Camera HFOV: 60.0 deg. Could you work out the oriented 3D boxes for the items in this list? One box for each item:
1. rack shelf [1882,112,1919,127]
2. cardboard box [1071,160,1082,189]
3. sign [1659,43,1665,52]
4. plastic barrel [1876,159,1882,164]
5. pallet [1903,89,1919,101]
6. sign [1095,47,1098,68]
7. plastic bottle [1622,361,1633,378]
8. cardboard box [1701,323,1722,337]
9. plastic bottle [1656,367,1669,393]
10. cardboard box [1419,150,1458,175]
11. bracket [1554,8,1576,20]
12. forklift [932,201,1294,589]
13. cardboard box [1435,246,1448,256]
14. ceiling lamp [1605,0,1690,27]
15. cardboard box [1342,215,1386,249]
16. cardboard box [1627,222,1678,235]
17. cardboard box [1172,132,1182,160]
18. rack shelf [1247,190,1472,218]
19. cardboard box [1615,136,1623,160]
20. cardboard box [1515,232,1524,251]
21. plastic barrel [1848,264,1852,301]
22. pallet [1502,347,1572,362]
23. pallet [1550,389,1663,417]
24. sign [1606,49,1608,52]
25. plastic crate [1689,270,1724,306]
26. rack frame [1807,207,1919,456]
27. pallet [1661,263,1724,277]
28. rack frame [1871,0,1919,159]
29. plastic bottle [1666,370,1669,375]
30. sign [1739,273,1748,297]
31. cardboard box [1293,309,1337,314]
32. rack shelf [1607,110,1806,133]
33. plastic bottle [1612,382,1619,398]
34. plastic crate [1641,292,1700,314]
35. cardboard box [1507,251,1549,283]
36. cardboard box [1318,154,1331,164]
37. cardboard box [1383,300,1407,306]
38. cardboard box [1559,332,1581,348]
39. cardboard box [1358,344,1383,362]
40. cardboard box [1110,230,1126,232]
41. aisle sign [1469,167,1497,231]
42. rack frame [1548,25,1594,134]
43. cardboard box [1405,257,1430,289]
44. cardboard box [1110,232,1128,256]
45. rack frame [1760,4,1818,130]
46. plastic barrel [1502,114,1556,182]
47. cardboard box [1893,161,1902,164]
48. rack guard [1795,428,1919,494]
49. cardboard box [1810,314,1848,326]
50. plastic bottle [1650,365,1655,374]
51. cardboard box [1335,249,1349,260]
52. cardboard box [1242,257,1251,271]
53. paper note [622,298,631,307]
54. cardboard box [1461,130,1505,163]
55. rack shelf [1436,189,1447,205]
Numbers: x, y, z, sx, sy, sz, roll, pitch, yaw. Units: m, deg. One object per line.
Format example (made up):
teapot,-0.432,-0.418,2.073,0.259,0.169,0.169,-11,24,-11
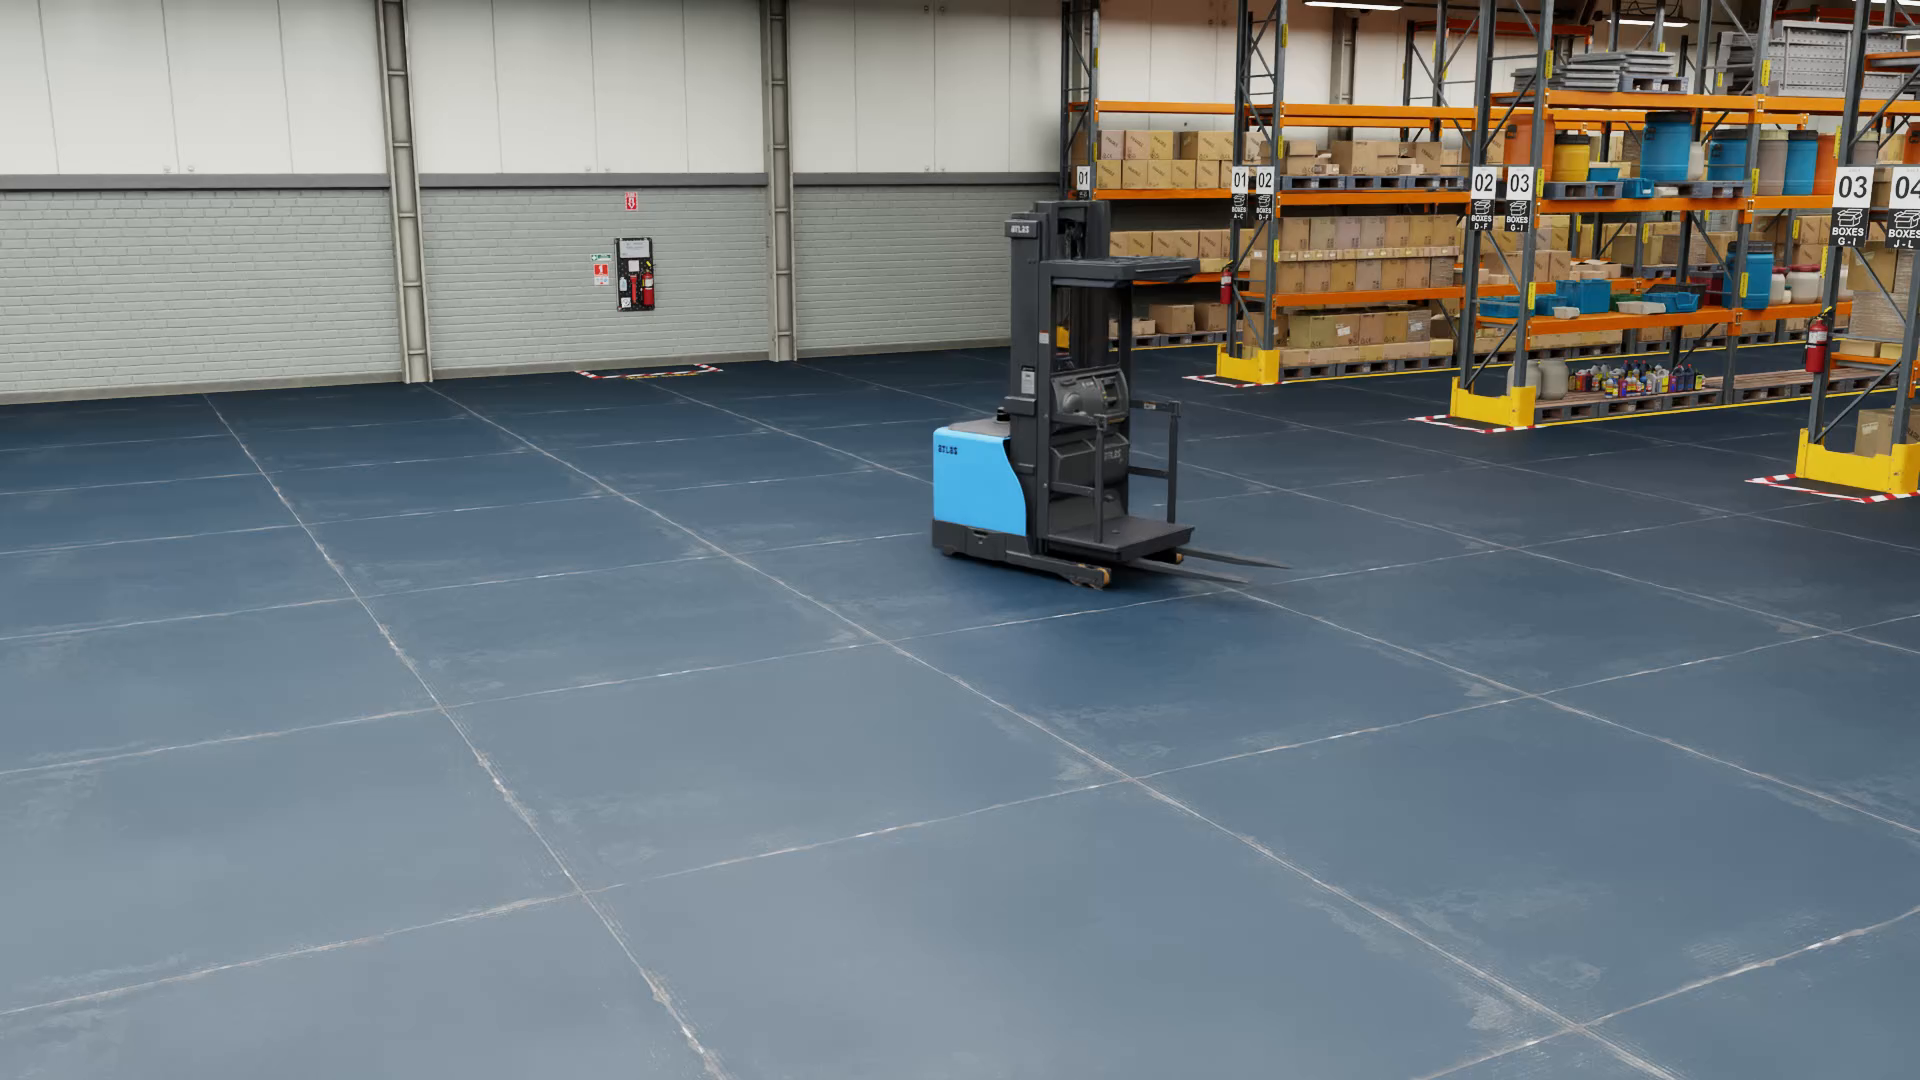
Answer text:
rack shelf,15.591,-6.426,25.215,4.000,0.370,1.077,-7,14,-28
cardboard box,2.311,-6.517,29.629,0.500,0.500,0.500,-6,14,-24
sign,11.734,-8.143,27.807,0.005,0.325,0.100,-7,14,-28
plastic barrel,13.416,-5.379,24.591,0.421,0.512,0.421,0,13,0
pallet,14.483,-6.544,24.533,1.003,0.211,1.213,-7,14,-28
sign,2.326,-8.219,28.325,0.005,0.325,0.100,-7,14,-28
plastic bottle,9.251,-2.311,23.078,0.185,0.351,0.144,-8,15,-30
cardboard box,13.357,-3.941,29.982,0.500,0.500,0.500,-7,15,-30
plastic bottle,9.445,-2.159,22.400,0.185,0.351,0.144,-7,14,-28
cardboard box,9.478,-7.532,33.182,0.500,0.500,0.700,-8,15,-32
bracket,12.605,-10.976,34.685,0.430,0.232,0.235,-7,14,-28
forklift,1.200,-1.177,13.162,3.031,2.935,1.130,11,17,40
cardboard box,7.600,-4.638,26.683,0.250,0.149,0.380,-7,15,-29
ceiling lamp,13.211,-11.311,31.077,2.000,3.185,0.800,-7,14,-28
cardboard box,6.246,-4.844,26.119,0.500,0.500,0.700,-7,14,-28
cardboard box,15.034,-6.597,36.410,0.700,0.700,0.980,-7,14,-28
cardboard box,3.682,-7.166,30.238,0.500,0.500,0.500,-7,14,-28
rack shelf,6.199,-5.271,26.004,4.000,0.370,1.077,-7,14,-28
cardboard box,13.808,-8.251,35.056,0.500,0.500,0.500,-7,15,-29
cardboard box,11.427,-6.164,34.217,0.500,0.500,0.500,-7,14,-28
plastic barrel,13.035,-3.740,24.140,0.421,0.512,0.421,0,13,0
pallet,9.654,-3.223,28.448,1.213,0.211,1.003,-7,14,-28
pallet,8.643,-1.861,22.400,1.213,0.211,1.003,-7,14,-28
sign,11.197,-8.314,28.749,0.005,0.325,0.100,-7,14,-28
plastic crate,10.603,-3.555,23.427,0.583,0.464,0.402,-7,14,-28
rack frame,9.187,-2.038,16.835,0.127,3.000,1.000,-7,14,-28
pallet,13.170,-4.901,29.993,1.213,0.211,1.003,-7,14,-28
rack frame,13.835,-6.761,24.157,0.127,3.000,1.000,-7,14,-28
plastic bottle,9.636,-2.182,22.674,0.135,0.276,0.152,-7,14,-28
sign,10.578,-3.442,22.439,0.005,0.325,0.100,-7,14,-28
cardboard box,5.642,-3.399,26.479,0.500,0.500,0.500,-7,14,-28
rack shelf,13.221,-7.381,29.458,4.000,0.370,1.077,-7,14,-28
plastic bottle,8.645,-1.984,21.964,0.097,0.201,0.097,0,13,0
plastic crate,9.483,-3.172,22.213,0.616,0.251,0.499,-7,14,-28
cardboard box,9.538,-4.603,28.004,0.500,0.500,0.500,-7,14,-28
cardboard box,5.816,-5.871,25.963,0.500,0.311,0.500,-5,14,-21
cardboard box,8.481,-4.653,33.144,0.500,0.500,0.700,-7,14,-27
cardboard box,10.227,-3.443,28.384,0.500,0.250,0.500,-6,14,-27
cardboard box,6.338,-2.982,26.335,0.500,0.250,0.500,-7,14,-28
cardboard box,2.825,-5.346,30.121,0.500,0.500,0.500,-7,14,-27
aisle sign,6.608,-4.311,21.012,0.004,0.787,0.394,-7,14,-28
rack frame,12.599,-9.091,34.511,0.127,3.000,1.000,-7,14,-28
cardboard box,7.108,-4.313,26.714,0.500,0.500,0.700,-7,14,-28
cardboard box,2.630,-5.197,29.458,0.500,0.500,0.500,-7,14,-28
rack frame,14.976,-8.137,30.270,0.127,3.000,1.000,-7,14,-28
plastic barrel,7.179,-4.946,20.990,0.708,0.830,0.600,-7,14,-28
cardboard box,17.720,-7.109,31.739,0.500,0.250,0.500,-7,14,-28
rack guard,9.253,-0.827,17.145,0.348,0.500,1.175,-7,14,-28
cardboard box,16.623,-4.406,32.038,0.637,0.503,0.797,-7,14,-28
plastic bottle,9.615,-2.294,23.157,0.133,0.283,0.061,-7,14,-28
cardboard box,5.796,-4.422,25.720,0.250,0.149,0.380,-7,15,-30
cardboard box,5.307,-5.151,30.963,0.500,0.250,0.500,-7,14,-28
paper note,-5.376,-3.824,26.774,0.142,0.148,0.016,-7,14,-28
cardboard box,8.515,-6.387,27.003,0.500,0.500,0.500,-7,14,-27
rack shelf,10.844,-7.067,33.984,4.000,0.370,1.077,-7,14,-28
